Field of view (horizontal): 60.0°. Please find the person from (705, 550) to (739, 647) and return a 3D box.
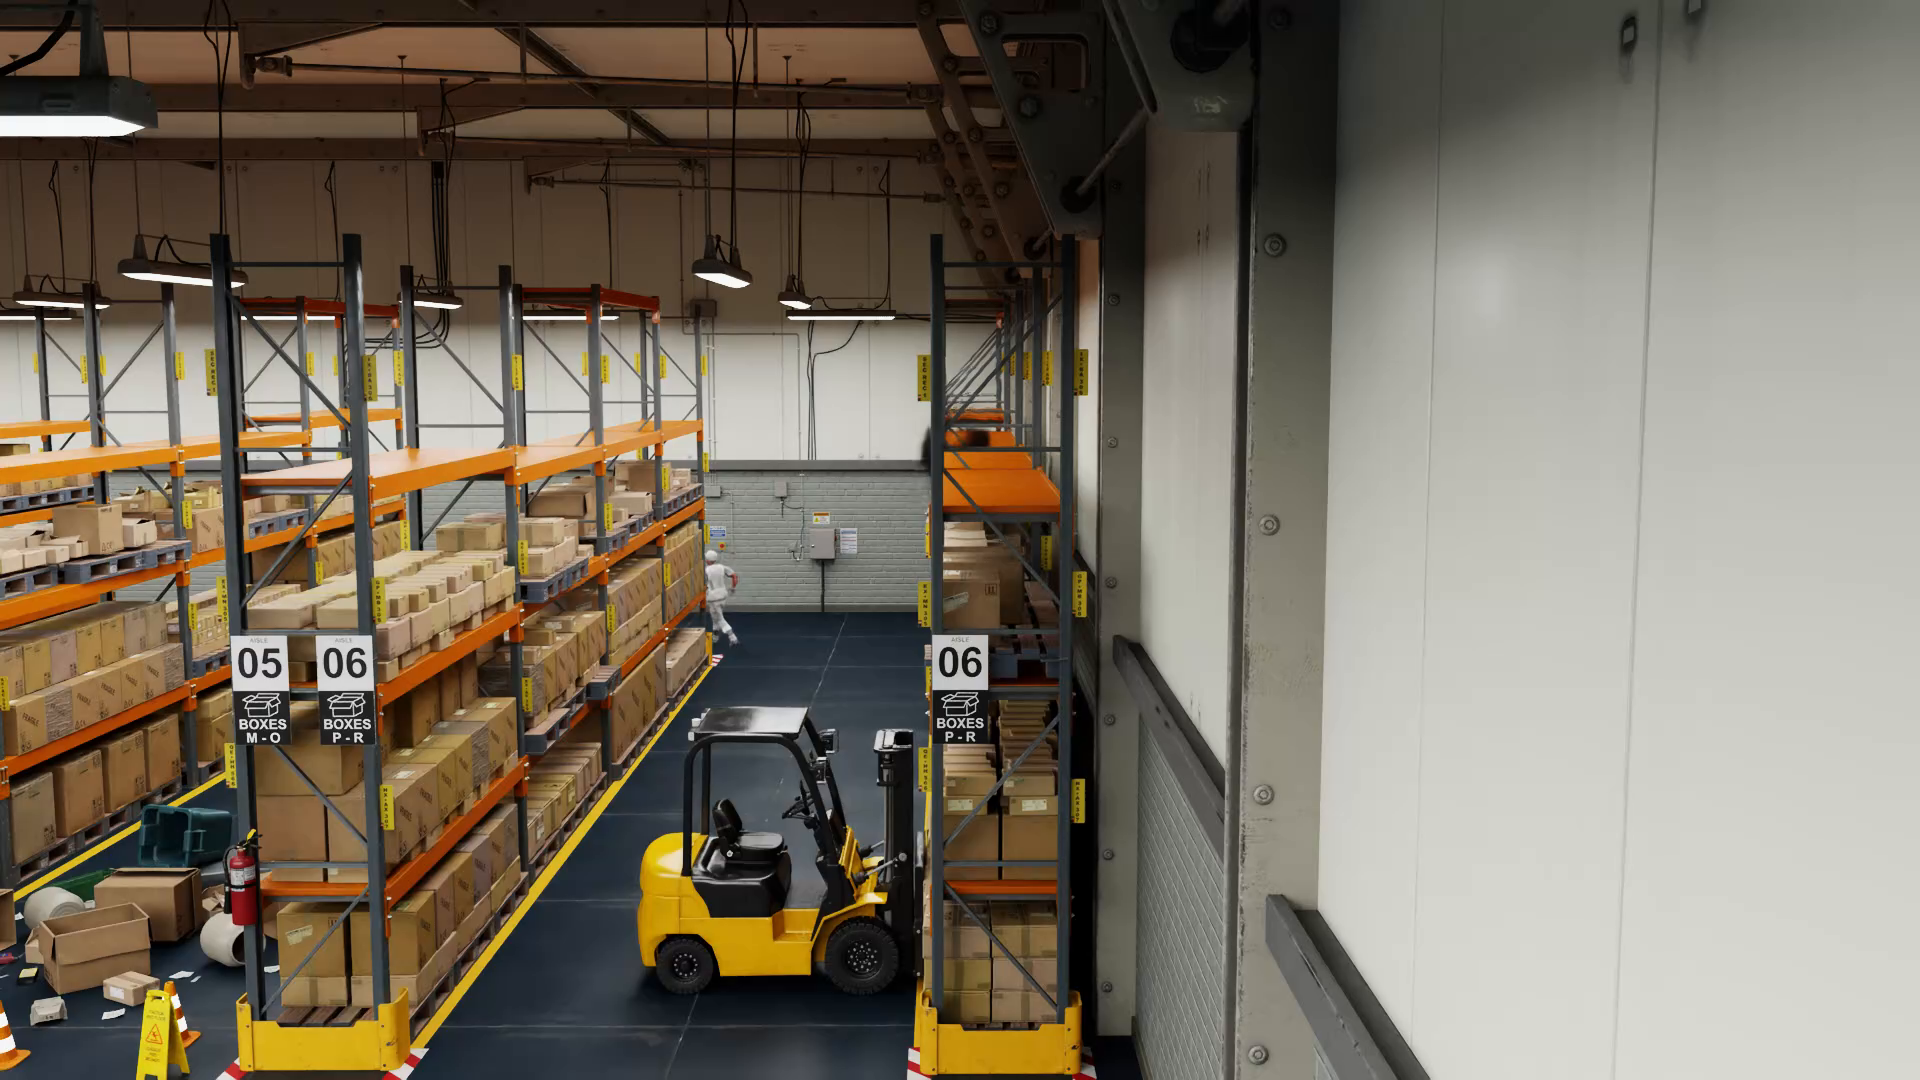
[{"bbox_3d":[-4.305,1.038,29.223,0.708,1.745,0.993,-6,9,-44],"label":"person"}]
